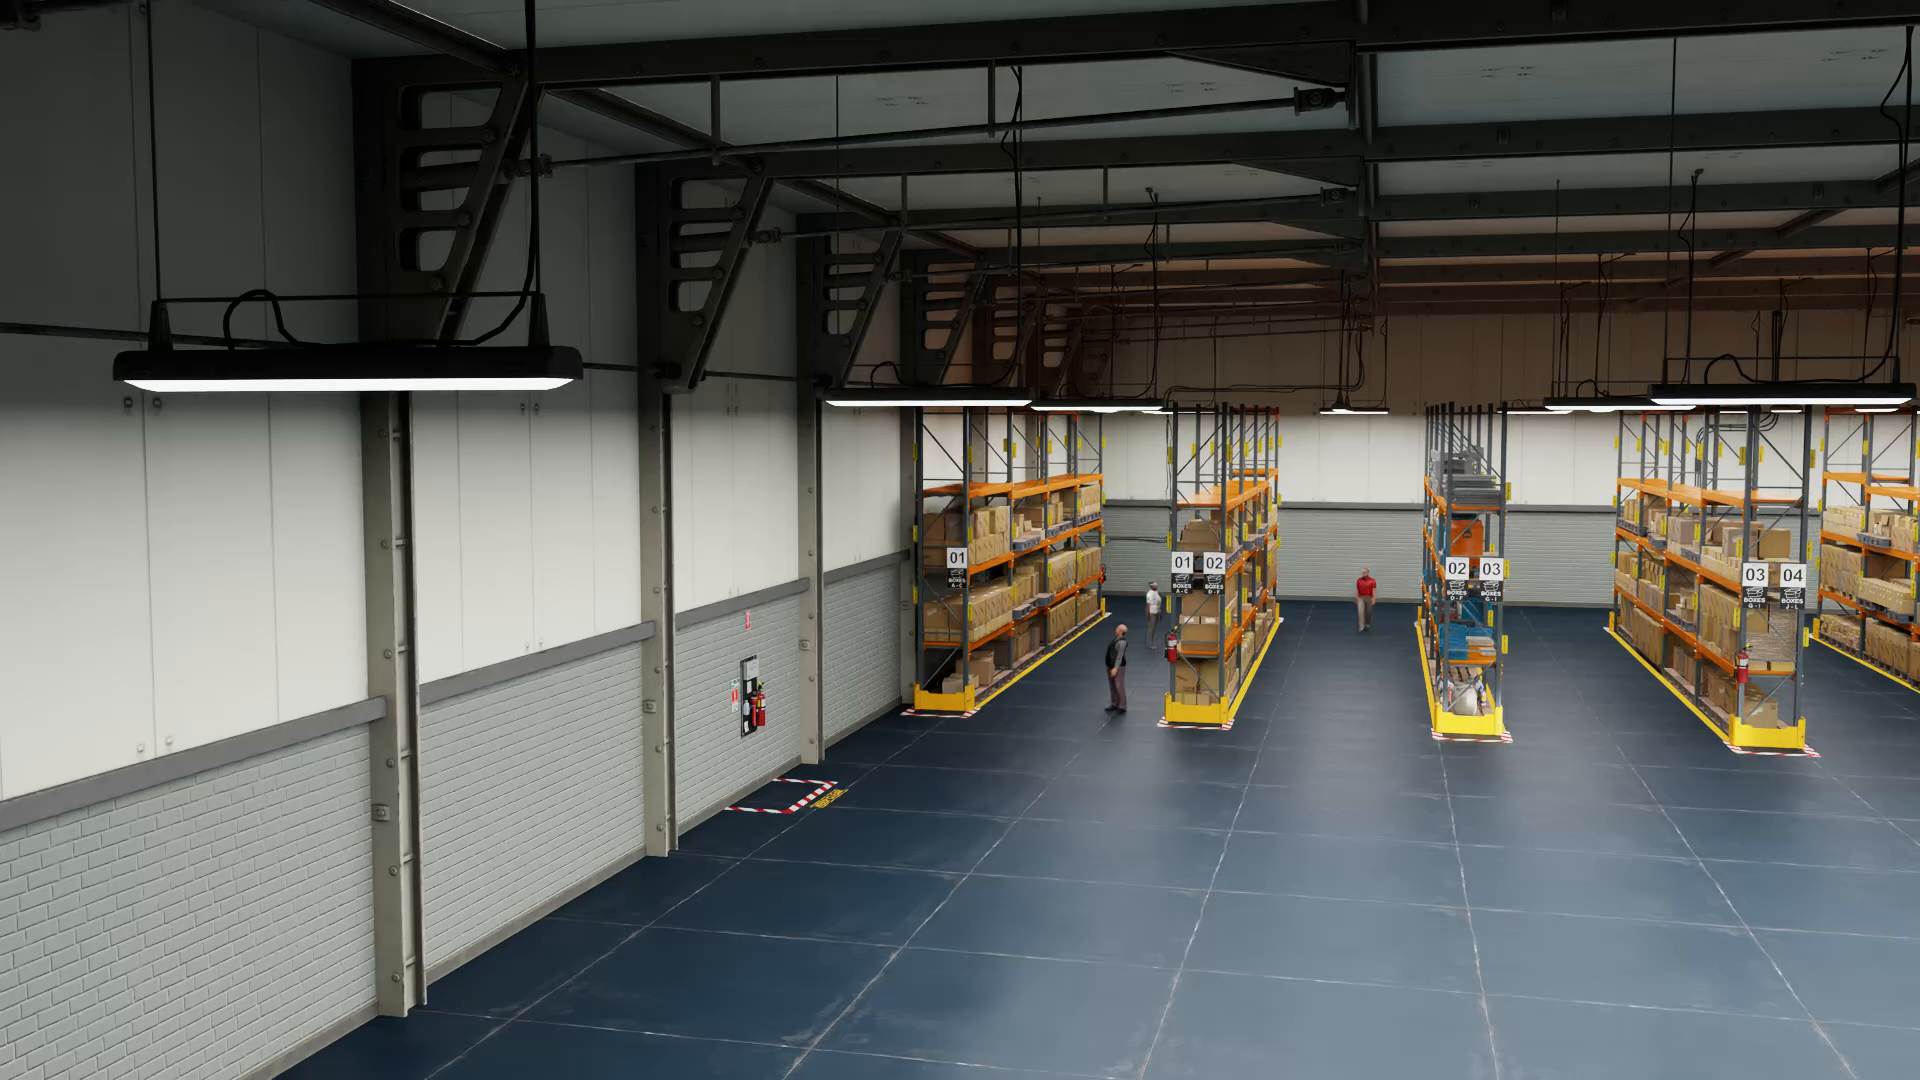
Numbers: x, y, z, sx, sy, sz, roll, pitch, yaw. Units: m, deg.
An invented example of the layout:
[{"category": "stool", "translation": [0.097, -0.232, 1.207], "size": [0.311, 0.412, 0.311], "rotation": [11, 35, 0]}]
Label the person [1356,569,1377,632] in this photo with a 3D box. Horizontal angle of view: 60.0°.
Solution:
[{"category": "person", "translation": [10.831, 1.597, 44.338], "size": [0.540, 1.671, 1.060], "rotation": [1, 4, 12]}]

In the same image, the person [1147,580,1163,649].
[{"category": "person", "translation": [4.814, 1.841, 41.321], "size": [0.397, 1.711, 0.508], "rotation": [3, 5, 34]}]

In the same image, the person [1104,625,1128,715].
[{"category": "person", "translation": [3.027, 2.502, 32.225], "size": [0.448, 1.734, 0.555], "rotation": [-2, 5, -26]}]
